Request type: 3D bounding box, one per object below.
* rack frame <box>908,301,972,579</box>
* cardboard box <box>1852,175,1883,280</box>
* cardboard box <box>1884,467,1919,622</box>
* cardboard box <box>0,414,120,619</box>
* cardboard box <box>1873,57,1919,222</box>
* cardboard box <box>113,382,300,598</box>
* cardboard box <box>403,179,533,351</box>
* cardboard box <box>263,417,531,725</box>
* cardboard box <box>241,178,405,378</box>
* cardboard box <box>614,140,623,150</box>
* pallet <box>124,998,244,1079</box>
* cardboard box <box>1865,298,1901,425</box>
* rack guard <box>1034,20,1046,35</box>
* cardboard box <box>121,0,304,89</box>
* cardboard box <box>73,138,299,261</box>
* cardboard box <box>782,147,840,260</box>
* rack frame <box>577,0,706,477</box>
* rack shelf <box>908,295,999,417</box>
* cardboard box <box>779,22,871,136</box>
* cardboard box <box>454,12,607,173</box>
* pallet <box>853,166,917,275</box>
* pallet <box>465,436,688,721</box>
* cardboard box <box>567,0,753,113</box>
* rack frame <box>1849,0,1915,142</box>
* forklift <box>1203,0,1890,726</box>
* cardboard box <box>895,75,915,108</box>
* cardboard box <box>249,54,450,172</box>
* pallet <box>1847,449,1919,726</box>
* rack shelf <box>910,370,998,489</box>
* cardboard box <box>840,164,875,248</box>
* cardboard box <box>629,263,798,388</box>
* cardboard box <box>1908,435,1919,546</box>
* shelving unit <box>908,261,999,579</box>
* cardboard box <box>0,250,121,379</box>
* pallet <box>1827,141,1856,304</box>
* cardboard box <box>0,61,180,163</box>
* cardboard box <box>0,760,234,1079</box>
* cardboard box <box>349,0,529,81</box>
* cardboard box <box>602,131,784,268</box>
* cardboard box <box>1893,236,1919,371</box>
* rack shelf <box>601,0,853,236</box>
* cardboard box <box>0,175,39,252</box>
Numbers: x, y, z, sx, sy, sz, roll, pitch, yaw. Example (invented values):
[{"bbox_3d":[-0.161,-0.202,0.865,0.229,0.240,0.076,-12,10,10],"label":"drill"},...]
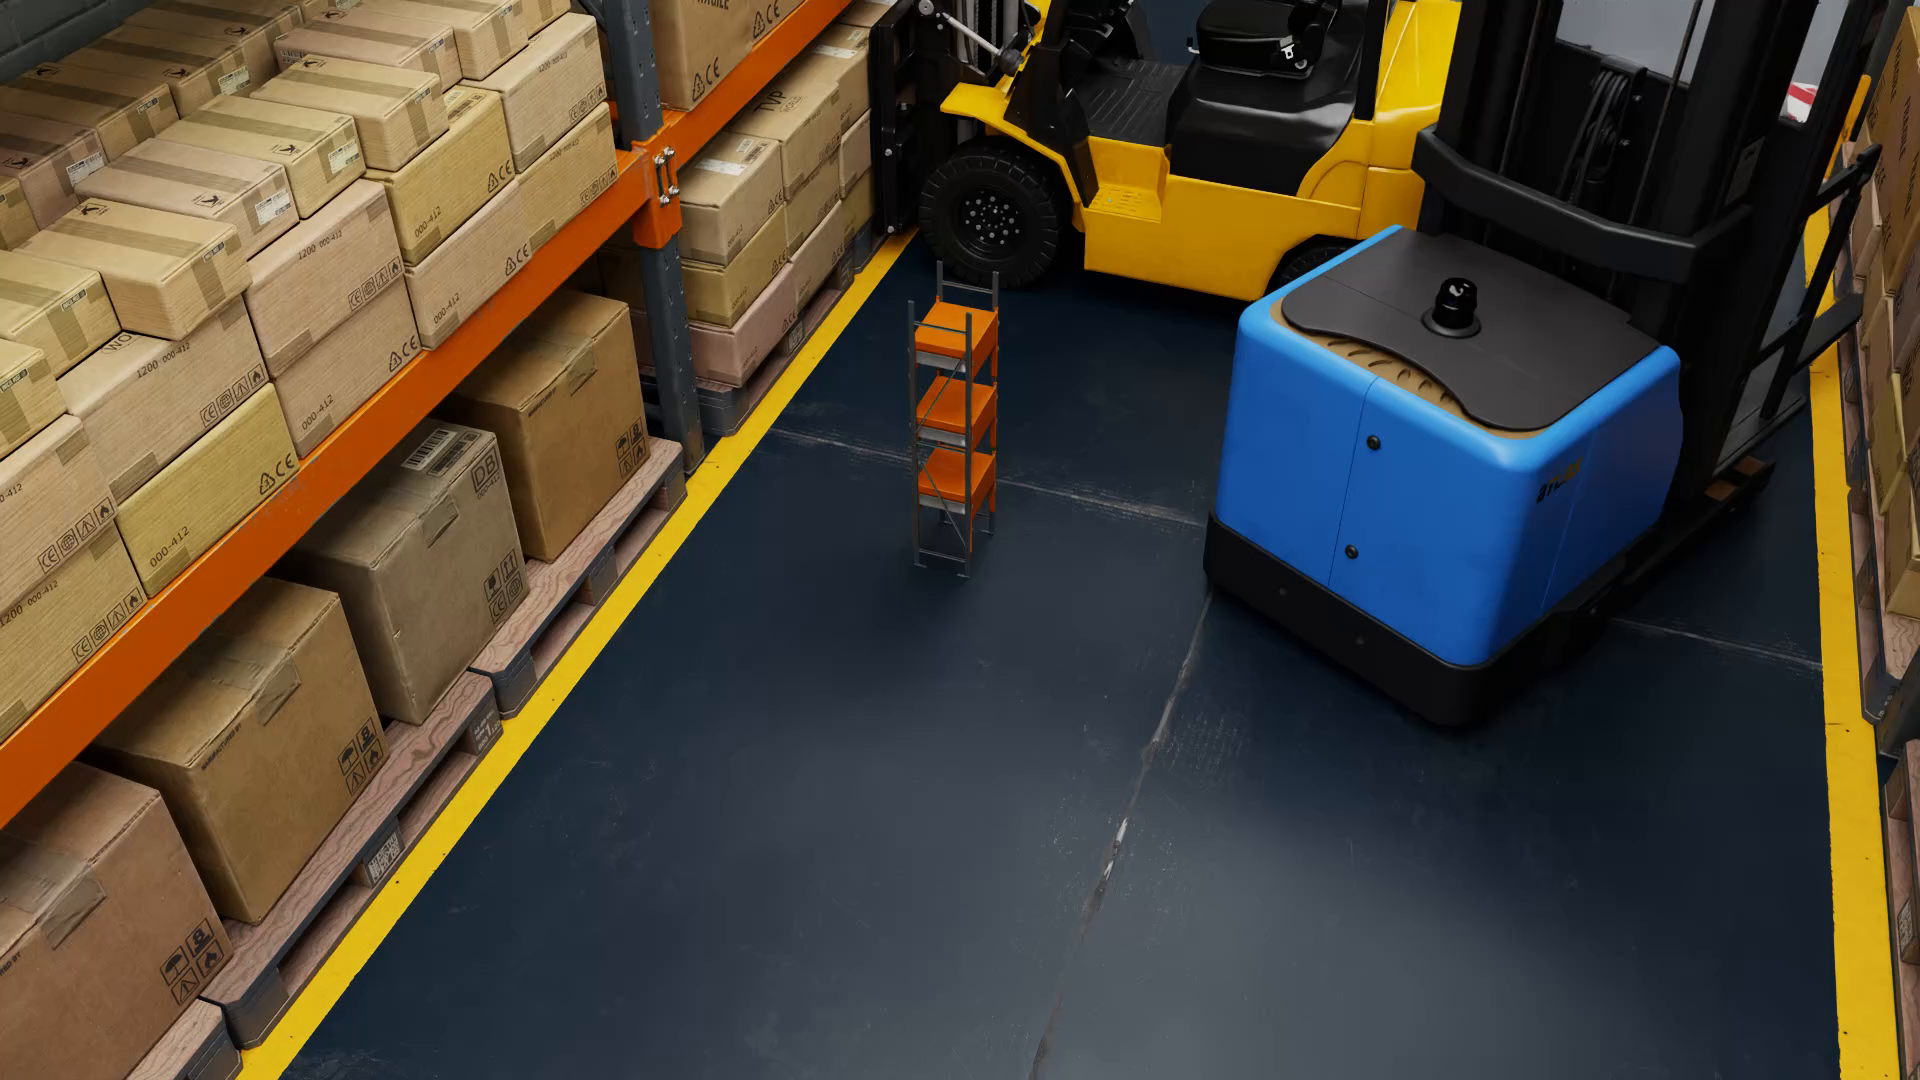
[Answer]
[{"bbox_3d":[-0.060,-0.292,5.284,0.200,1.050,0.008,13,42,15],"label":"rack frame"},{"bbox_3d":[3.894,-1.231,6.677,0.500,0.250,0.500,15,43,17],"label":"cardboard box"},{"bbox_3d":[3.193,0.048,5.177,0.500,0.250,0.500,15,43,17],"label":"cardboard box"},{"bbox_3d":[-2.041,-0.047,3.225,0.500,0.250,0.500,12,42,14],"label":"cardboard box"},{"bbox_3d":[3.893,-1.491,6.404,0.500,0.500,0.500,12,42,13],"label":"cardboard box"},{"bbox_3d":[-1.884,-0.174,3.759,0.500,0.250,0.500,15,43,16],"label":"cardboard box"},{"bbox_3d":[-1.516,-0.787,4.477,0.500,0.250,0.500,13,42,15],"label":"cardboard box"},{"bbox_3d":[-1.863,0.019,4.923,0.875,0.625,0.625,13,42,15],"label":"cardboard box"},{"bbox_3d":[-1.700,-0.668,3.952,0.500,0.250,0.500,14,42,16],"label":"cardboard box"},{"bbox_3d":[-1.436,-1.354,6.051,0.500,0.250,0.500,14,42,16],"label":"cardboard box"},{"bbox_3d":[-2.472,1.490,3.841,1.003,0.211,1.213,13,42,15],"label":"pallet"},{"bbox_3d":[3.544,-0.588,5.923,0.500,0.250,0.500,14,42,16],"label":"cardboard box"},{"bbox_3d":[-0.047,-3.021,8.905,1.175,0.500,0.348,13,42,15],"label":"rack guard"},{"bbox_3d":[-1.972,-1.331,4.422,0.380,0.149,0.250,13,42,15],"label":"cardboard box"},{"bbox_3d":[-1.740,-0.758,3.751,0.380,0.149,0.250,14,42,15],"label":"cardboard box"},{"bbox_3d":[-0.797,-1.355,6.437,0.500,0.250,0.500,13,42,15],"label":"cardboard box"},{"bbox_3d":[-1.423,-1.517,5.217,1.000,3.000,0.127,13,42,15],"label":"rack frame"},{"bbox_3d":[-0.018,-0.575,5.194,0.215,0.259,0.240,13,42,15],"label":"rack shelf"},{"bbox_3d":[-0.619,-1.852,6.635,0.500,0.250,0.500,15,43,17],"label":"cardboard box"},{"bbox_3d":[-1.350,-1.294,4.686,0.500,0.250,0.500,12,42,14],"label":"cardboard box"},{"bbox_3d":[-0.696,-1.679,7.555,1.003,0.211,1.213,13,42,15],"label":"pallet"},{"bbox_3d":[-1.638,0.002,5.585,1.003,0.211,1.213,13,42,15],"label":"pallet"},{"bbox_3d":[-1.026,-1.768,5.434,0.500,0.500,0.500,12,42,14],"label":"cardboard box"},{"bbox_3d":[4.611,-2.857,6.788,1.000,3.000,0.127,13,42,15],"label":"rack frame"},{"bbox_3d":[2.236,-1.387,5.117,3.031,2.935,1.130,-31,49,-31],"label":"forklift"},{"bbox_3d":[-0.440,-1.967,7.154,0.500,0.250,0.500,13,42,15],"label":"cardboard box"},{"bbox_3d":[-1.500,-1.055,4.099,0.380,0.149,0.250,12,42,14],"label":"cardboard box"},{"bbox_3d":[3.440,0.226,5.323,1.003,0.211,1.213,13,42,15],"label":"pallet"},{"bbox_3d":[-0.018,-0.359,5.378,0.215,0.259,0.240,13,42,15],"label":"rack shelf"},{"bbox_3d":[-0.626,-1.482,6.971,0.500,0.250,0.500,14,42,16],"label":"cardboard box"},{"bbox_3d":[-0.946,-0.852,6.233,0.500,0.250,0.500,14,42,16],"label":"cardboard box"},{"bbox_3d":[3.193,-0.237,4.934,0.500,0.500,0.500,13,42,14],"label":"cardboard box"},{"bbox_3d":[-0.018,-0.367,5.371,0.215,1.050,0.252,13,42,15],"label":"shelving unit"},{"bbox_3d":[-1.975,-0.461,3.402,0.380,0.149,0.250,13,42,15],"label":"cardboard box"},{"bbox_3d":[4.274,-1.263,7.067,1.003,0.211,1.213,13,42,15],"label":"pallet"},{"bbox_3d":[-2.148,-1.024,4.063,0.380,0.149,0.250,13,42,15],"label":"cardboard box"},{"bbox_3d":[-2.348,0.888,3.904,0.875,0.625,0.625,15,43,16],"label":"cardboard box"},{"bbox_3d":[-1.402,-1.383,4.483,0.380,0.149,0.250,13,42,14],"label":"cardboard box"},{"bbox_3d":[-0.962,-1.237,5.913,0.500,0.250,0.500,13,42,14],"label":"cardboard box"},{"bbox_3d":[3.539,-0.859,5.663,0.500,0.500,0.500,15,43,17],"label":"cardboard box"},{"bbox_3d":[-0.739,-2.463,6.880,1.077,0.370,4.000,13,42,15],"label":"rack shelf"},{"bbox_3d":[-2.310,-0.716,3.701,0.380,0.149,0.250,14,42,15],"label":"cardboard box"}]
